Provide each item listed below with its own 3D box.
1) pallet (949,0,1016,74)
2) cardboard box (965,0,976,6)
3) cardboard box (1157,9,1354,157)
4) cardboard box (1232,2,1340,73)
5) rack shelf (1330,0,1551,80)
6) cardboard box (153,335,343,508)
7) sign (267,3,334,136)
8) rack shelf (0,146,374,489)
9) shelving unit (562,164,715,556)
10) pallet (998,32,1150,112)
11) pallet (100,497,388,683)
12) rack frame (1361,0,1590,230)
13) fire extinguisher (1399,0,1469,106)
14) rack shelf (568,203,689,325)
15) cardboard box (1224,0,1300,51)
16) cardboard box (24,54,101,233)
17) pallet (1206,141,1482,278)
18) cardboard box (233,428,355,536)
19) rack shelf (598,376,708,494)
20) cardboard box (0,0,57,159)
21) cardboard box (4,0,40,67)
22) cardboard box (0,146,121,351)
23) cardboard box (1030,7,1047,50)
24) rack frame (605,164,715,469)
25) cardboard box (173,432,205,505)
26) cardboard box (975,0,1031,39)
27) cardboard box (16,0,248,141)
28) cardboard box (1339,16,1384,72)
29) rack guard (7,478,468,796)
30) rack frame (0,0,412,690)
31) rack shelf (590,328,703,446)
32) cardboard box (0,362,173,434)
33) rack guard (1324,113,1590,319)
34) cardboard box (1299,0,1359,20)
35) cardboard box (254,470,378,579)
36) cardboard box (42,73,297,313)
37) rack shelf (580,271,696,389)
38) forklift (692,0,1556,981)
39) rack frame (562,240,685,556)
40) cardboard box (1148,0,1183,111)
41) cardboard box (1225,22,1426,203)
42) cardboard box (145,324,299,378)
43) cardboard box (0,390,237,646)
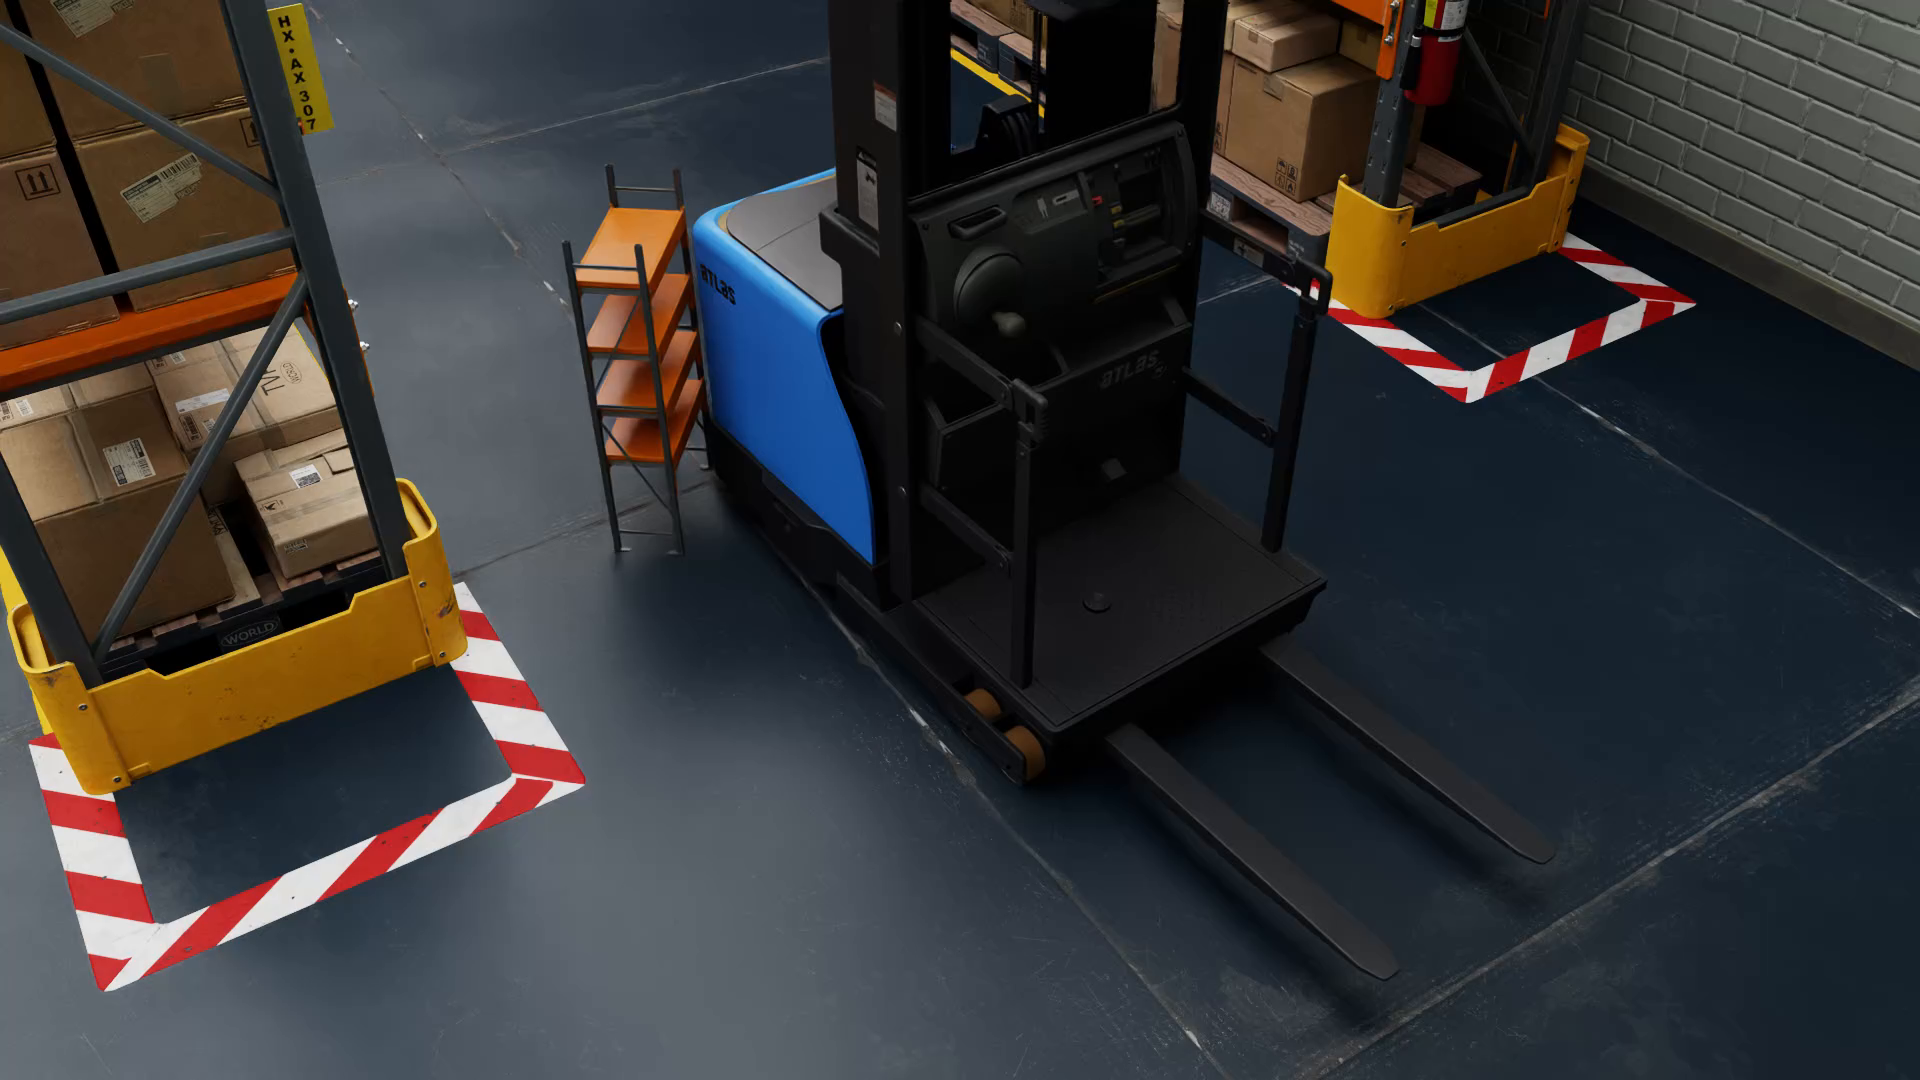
[{"bbox_3d":[0.268,-3.001,9.186,1.003,0.211,1.213,-22,45,-24],"label":"pallet"},{"bbox_3d":[0.240,-3.271,8.957,0.700,0.500,0.500,-22,44,-24],"label":"cardboard box"},{"bbox_3d":[1.346,-2.165,7.629,0.700,0.500,0.500,-22,45,-25],"label":"cardboard box"},{"bbox_3d":[1.392,-2.150,7.105,0.380,0.149,0.250,-23,45,-25],"label":"cardboard box"},{"bbox_3d":[1.000,-3.153,7.753,1.077,0.370,4.000,-22,45,-24],"label":"rack shelf"},{"bbox_3d":[-2.421,-0.417,5.711,0.500,0.250,0.500,-22,45,-24],"label":"cardboard box"},{"bbox_3d":[-1.642,-1.163,4.126,0.100,0.325,0.005,-22,45,-24],"label":"sign"},{"bbox_3d":[-3.174,-1.446,5.704,1.077,0.370,4.000,-22,45,-24],"label":"rack shelf"},{"bbox_3d":[-1.038,-0.575,5.503,0.258,1.200,0.503,4,40,4],"label":"shelving unit"},{"bbox_3d":[0.928,-2.341,8.395,1.003,0.211,1.213,-22,45,-24],"label":"pallet"},{"bbox_3d":[-2.569,-0.043,5.637,1.003,0.211,1.213,-22,45,-24],"label":"pallet"},{"bbox_3d":[2.076,-2.350,6.227,1.000,3.000,0.127,-22,45,-24],"label":"rack frame"},{"bbox_3d":[1.768,-1.937,6.083,0.296,0.674,0.183,-22,45,-24],"label":"fire extinguisher"},{"bbox_3d":[-1.038,-0.877,5.251,0.258,0.148,0.480,4,40,4],"label":"rack shelf"},{"bbox_3d":[1.254,-2.288,7.271,0.380,0.149,0.250,-21,44,-23],"label":"cardboard box"},{"bbox_3d":[-2.397,-1.288,4.875,0.500,0.500,0.500,-23,45,-25],"label":"cardboard box"},{"bbox_3d":[1.580,-1.684,7.606,1.003,0.211,1.213,-22,45,-24],"label":"pallet"},{"bbox_3d":[-2.169,-0.203,5.520,0.380,0.166,0.250,-22,45,-24],"label":"cardboard box"},{"bbox_3d":[-1.038,-0.371,5.673,0.258,0.148,0.480,4,40,4],"label":"rack shelf"},{"bbox_3d":[-2.570,-1.211,4.001,0.500,0.500,0.500,-23,45,-25],"label":"cardboard box"},{"bbox_3d":[-2.403,-1.675,4.558,0.500,0.500,0.500,-22,44,-24],"label":"cardboard box"},{"bbox_3d":[-2.569,-0.830,4.324,0.500,0.500,0.500,-21,44,-23],"label":"cardboard box"},{"bbox_3d":[0.782,-2.721,8.297,0.700,0.500,0.500,-21,44,-23],"label":"cardboard box"},{"bbox_3d":[-1.013,-0.730,5.689,0.240,1.200,0.015,4,40,4],"label":"rack frame"},{"bbox_3d":[-2.741,-0.182,5.495,0.380,0.166,0.250,-22,45,-24],"label":"cardboard box"},{"bbox_3d":[0.508,-2.999,8.630,0.700,0.500,0.500,-23,45,-25],"label":"cardboard box"},{"bbox_3d":[-2.115,-1.396,4.223,0.500,0.500,0.500,-21,44,-23],"label":"cardboard box"},{"bbox_3d":[1.851,-2.145,7.099,0.380,0.149,0.250,-22,45,-24],"label":"cardboard box"},{"bbox_3d":[-2.140,0.276,5.028,1.175,0.500,0.348,-22,45,-24],"label":"rack guard"},{"bbox_3d":[-2.099,-0.643,4.179,1.000,3.000,0.127,-22,45,-24],"label":"rack frame"},{"bbox_3d":[-1.038,-0.523,5.546,0.258,0.148,0.480,4,40,4],"label":"rack shelf"},{"bbox_3d":[-3.085,-0.488,5.796,0.500,0.250,0.500,-22,45,-24],"label":"cardboard box"},{"bbox_3d":[2.088,-1.377,7.012,1.175,0.500,0.348,-22,45,-24],"label":"rack guard"},{"bbox_3d":[1.578,-2.418,7.427,0.380,0.149,0.250,-22,45,-24],"label":"cardboard box"},{"bbox_3d":[-2.034,-0.061,5.364,0.380,0.149,0.250,-22,45,-24],"label":"cardboard box"},{"bbox_3d":[-2.115,-1.012,4.543,0.500,0.500,0.500,-21,44,-24],"label":"cardboard box"},{"bbox_3d":[-1.038,-0.695,5.402,0.258,0.148,0.480,4,40,4],"label":"rack shelf"},{"bbox_3d":[0.408,-0.771,4.386,1.130,2.935,3.031,-26,46,-27],"label":"forklift"},{"bbox_3d":[-1.063,-0.419,5.316,0.240,1.200,0.015,4,40,4],"label":"rack frame"},{"bbox_3d":[1.075,-2.436,7.955,0.700,0.500,0.500,-24,45,-26],"label":"cardboard box"},{"bbox_3d":[1.615,-1.895,7.305,0.700,0.500,0.500,-22,45,-24],"label":"cardboard box"},{"bbox_3d":[-2.690,-0.687,6.035,0.500,0.250,0.500,-22,45,-24],"label":"cardboard box"},{"bbox_3d":[-2.599,-0.060,5.088,0.500,0.500,0.500,-22,45,-24],"label":"cardboard box"}]
